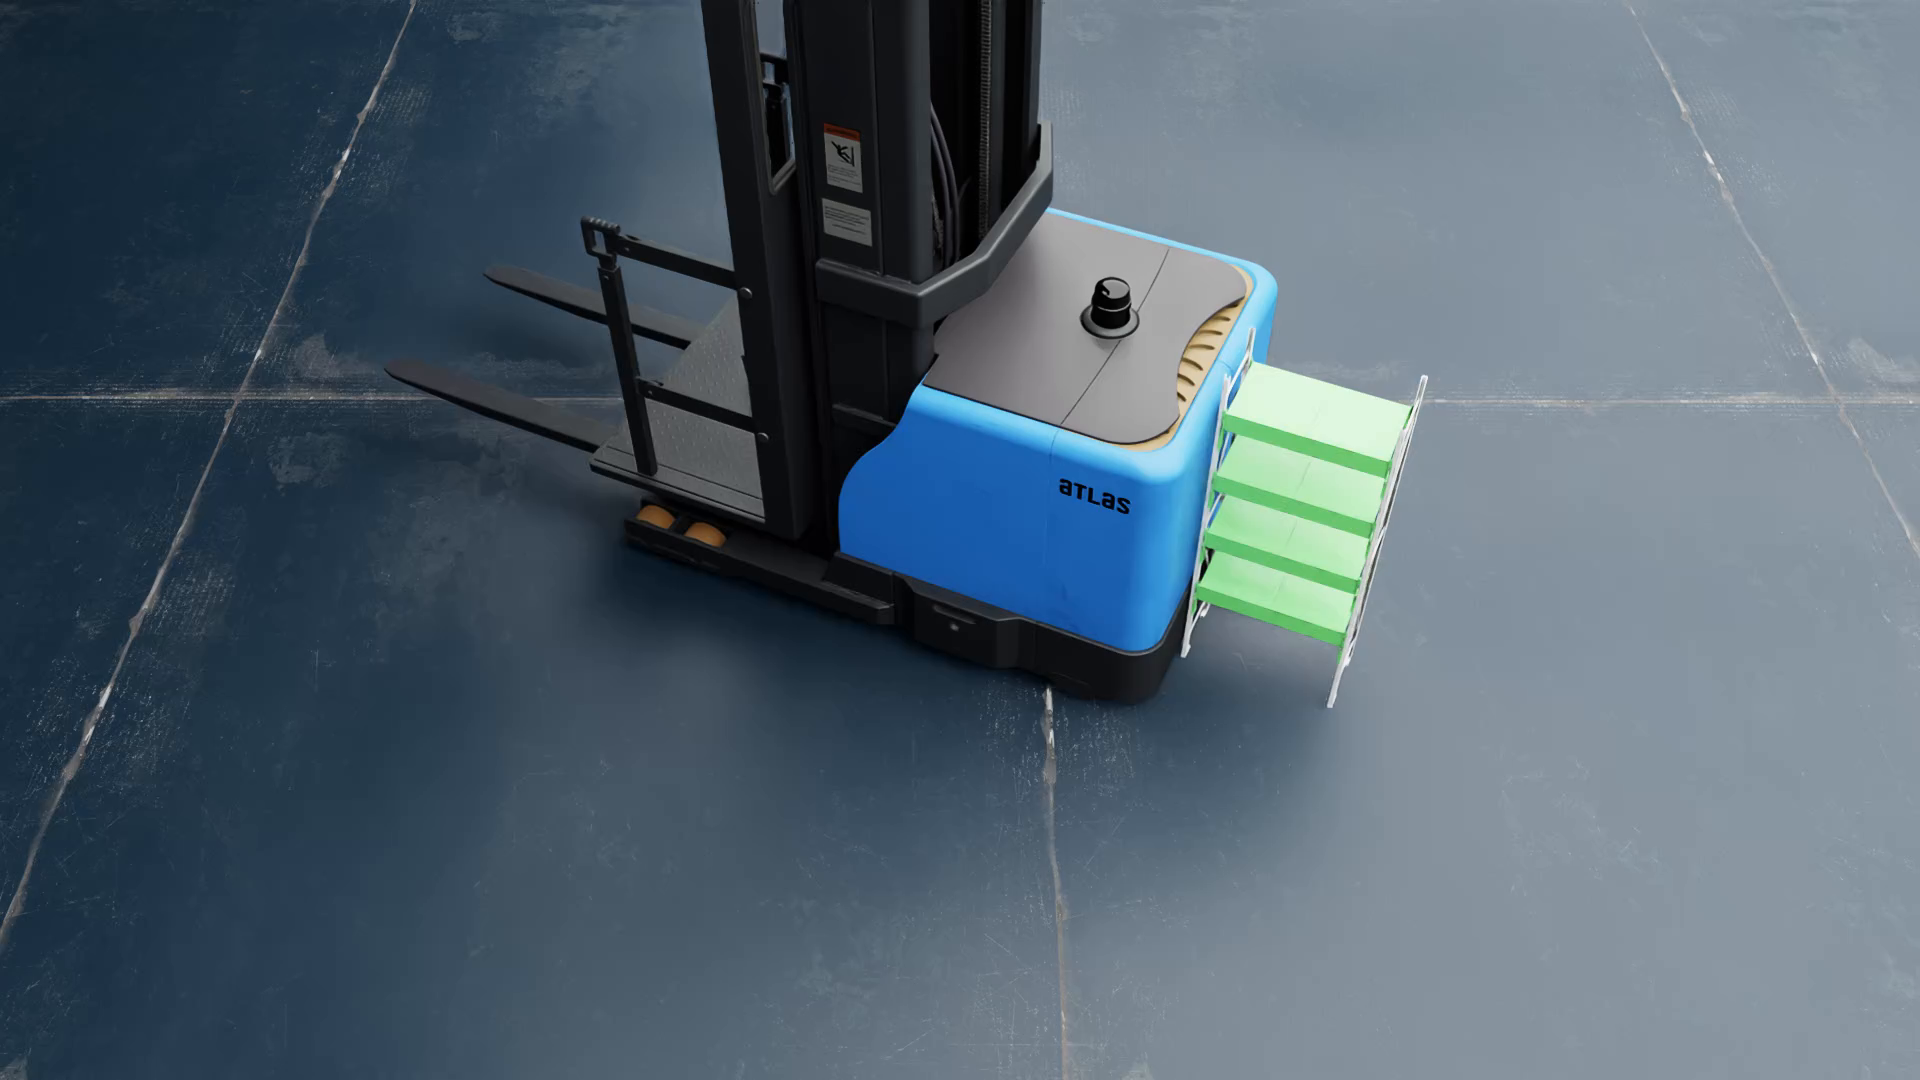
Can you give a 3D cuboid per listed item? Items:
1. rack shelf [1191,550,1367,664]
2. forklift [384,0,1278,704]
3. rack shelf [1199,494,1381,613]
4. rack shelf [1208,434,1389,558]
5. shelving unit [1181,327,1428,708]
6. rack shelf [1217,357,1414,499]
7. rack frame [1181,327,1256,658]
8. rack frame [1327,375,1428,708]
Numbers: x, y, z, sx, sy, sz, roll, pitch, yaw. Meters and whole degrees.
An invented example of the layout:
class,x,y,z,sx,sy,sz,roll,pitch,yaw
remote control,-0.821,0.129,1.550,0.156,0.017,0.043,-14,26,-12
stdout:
class,x,y,z,sx,sy,sz,roll,pitch,yaw
rack shelf,0.995,0.174,5.184,0.480,0.148,0.258,19,50,17
forklift,-0.578,-1.227,4.890,3.031,2.935,1.130,19,50,17
rack shelf,0.995,0.010,5.008,0.480,0.148,0.258,19,50,17
rack shelf,0.995,-0.153,4.832,0.480,0.148,0.258,19,50,17
shelving unit,0.995,-0.033,4.961,0.503,1.200,0.258,19,50,17
rack shelf,0.995,-0.317,4.657,0.480,0.148,0.258,19,50,17
rack frame,0.774,-0.108,5.031,0.015,1.200,0.240,19,50,17
rack frame,1.217,0.042,4.892,0.015,1.200,0.240,19,50,17
